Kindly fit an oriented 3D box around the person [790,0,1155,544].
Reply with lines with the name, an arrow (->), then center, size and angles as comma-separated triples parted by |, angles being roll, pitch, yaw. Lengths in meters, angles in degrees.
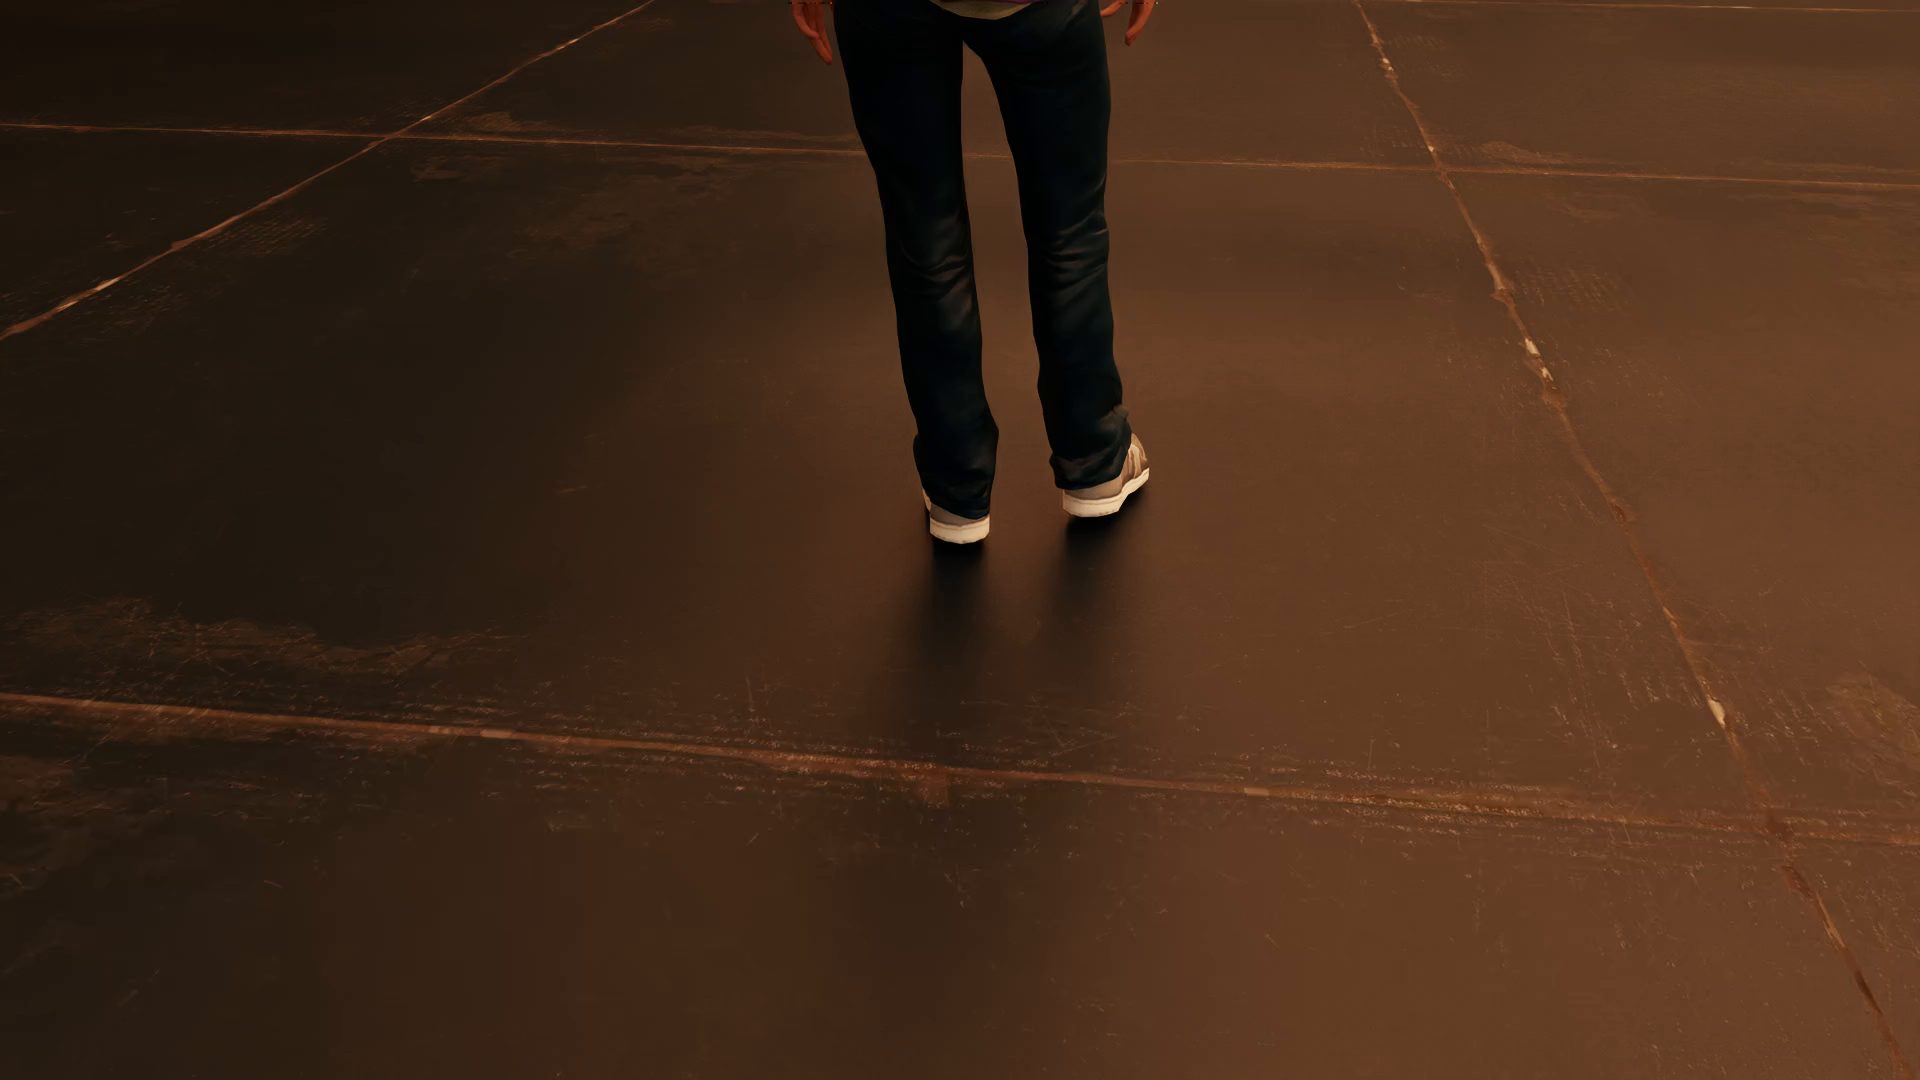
person -> 0.023, -0.712, 2.226 | 0.521, 1.507, 0.473 | 3, 27, 7
